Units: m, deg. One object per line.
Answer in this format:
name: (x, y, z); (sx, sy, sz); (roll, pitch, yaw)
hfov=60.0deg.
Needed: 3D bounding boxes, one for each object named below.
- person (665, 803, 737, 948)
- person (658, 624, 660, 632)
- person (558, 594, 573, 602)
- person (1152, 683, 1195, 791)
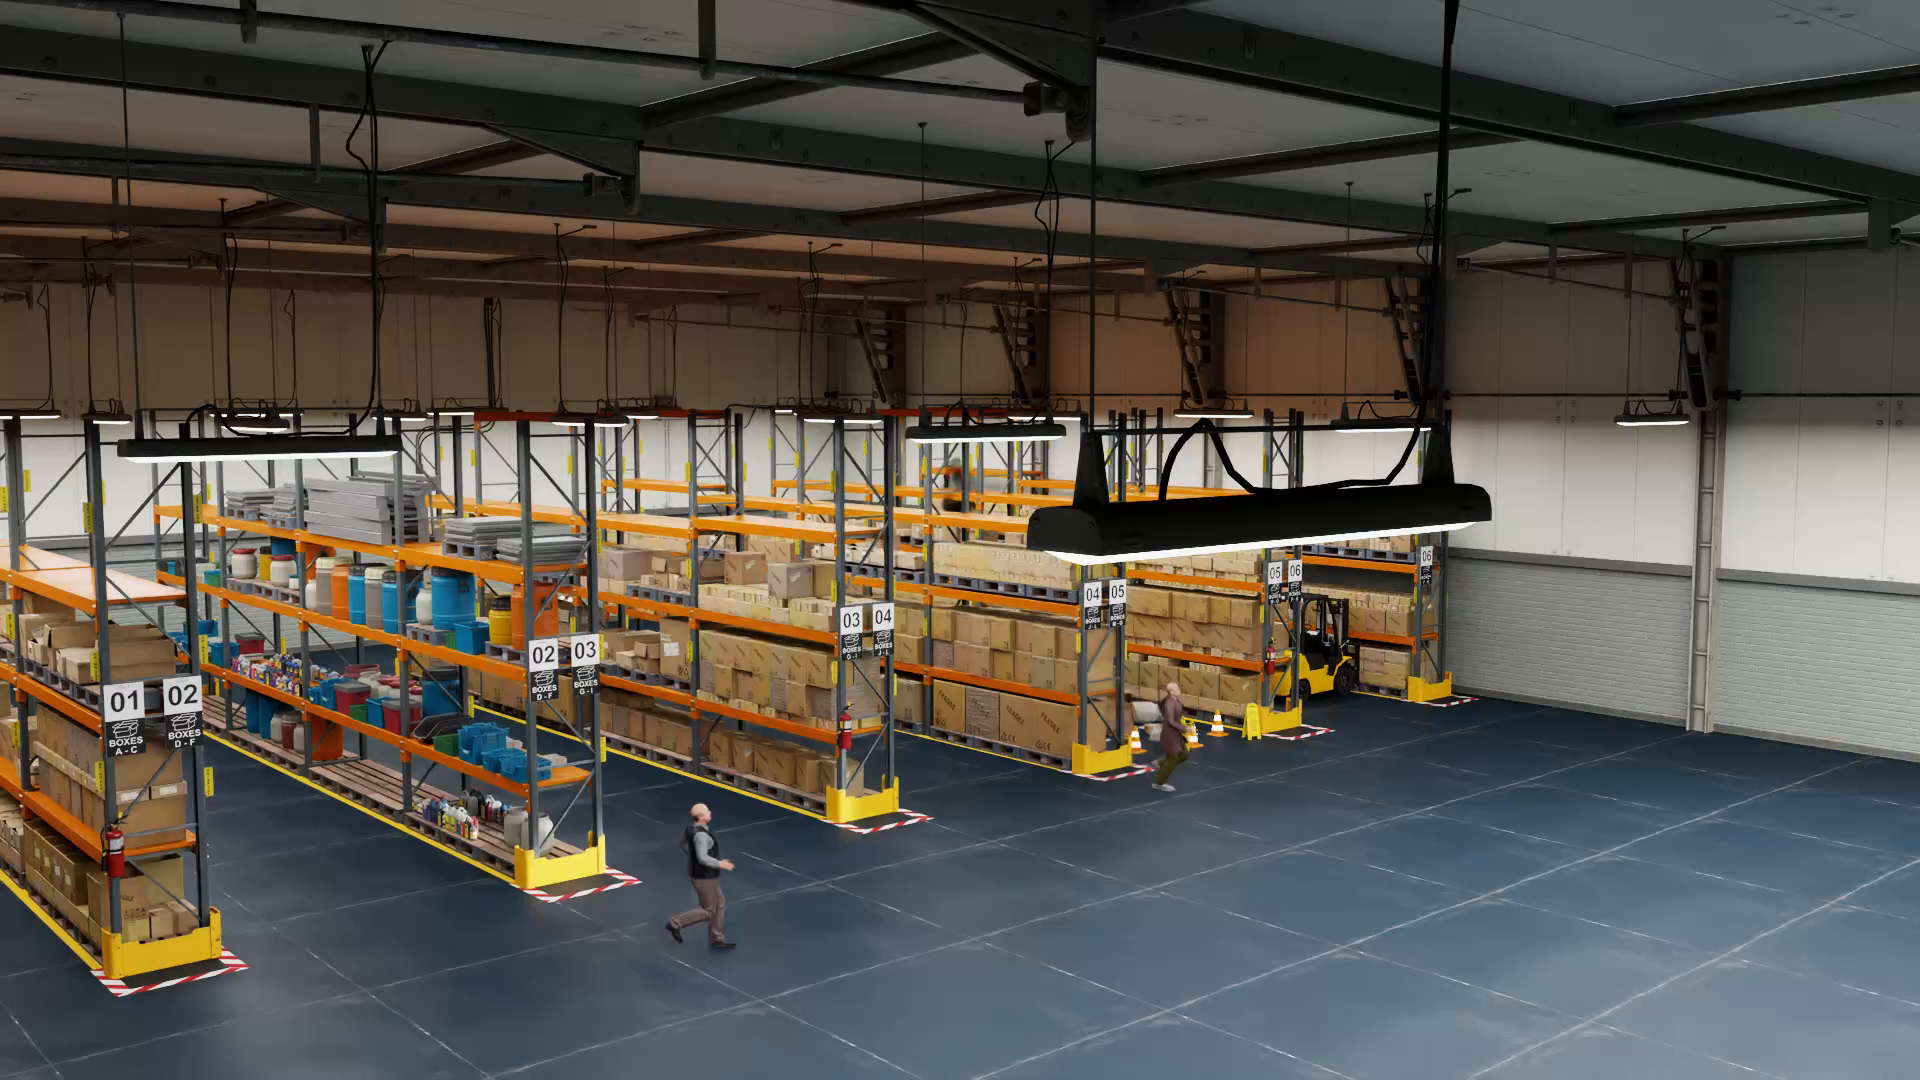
person: (-2.953, 3.832, 18.882); (0.831, 1.707, 0.670); (-2, 5, -19)
person: (-7.246, 1.914, 41.337); (0.685, 1.579, 0.655); (1, 5, 8)
person: (-9.571, 1.986, 39.971); (0.877, 1.732, 0.567); (1, 5, 12)
person: (3.422, 3.136, 26.615); (0.688, 1.742, 0.746); (1, 5, 13)
